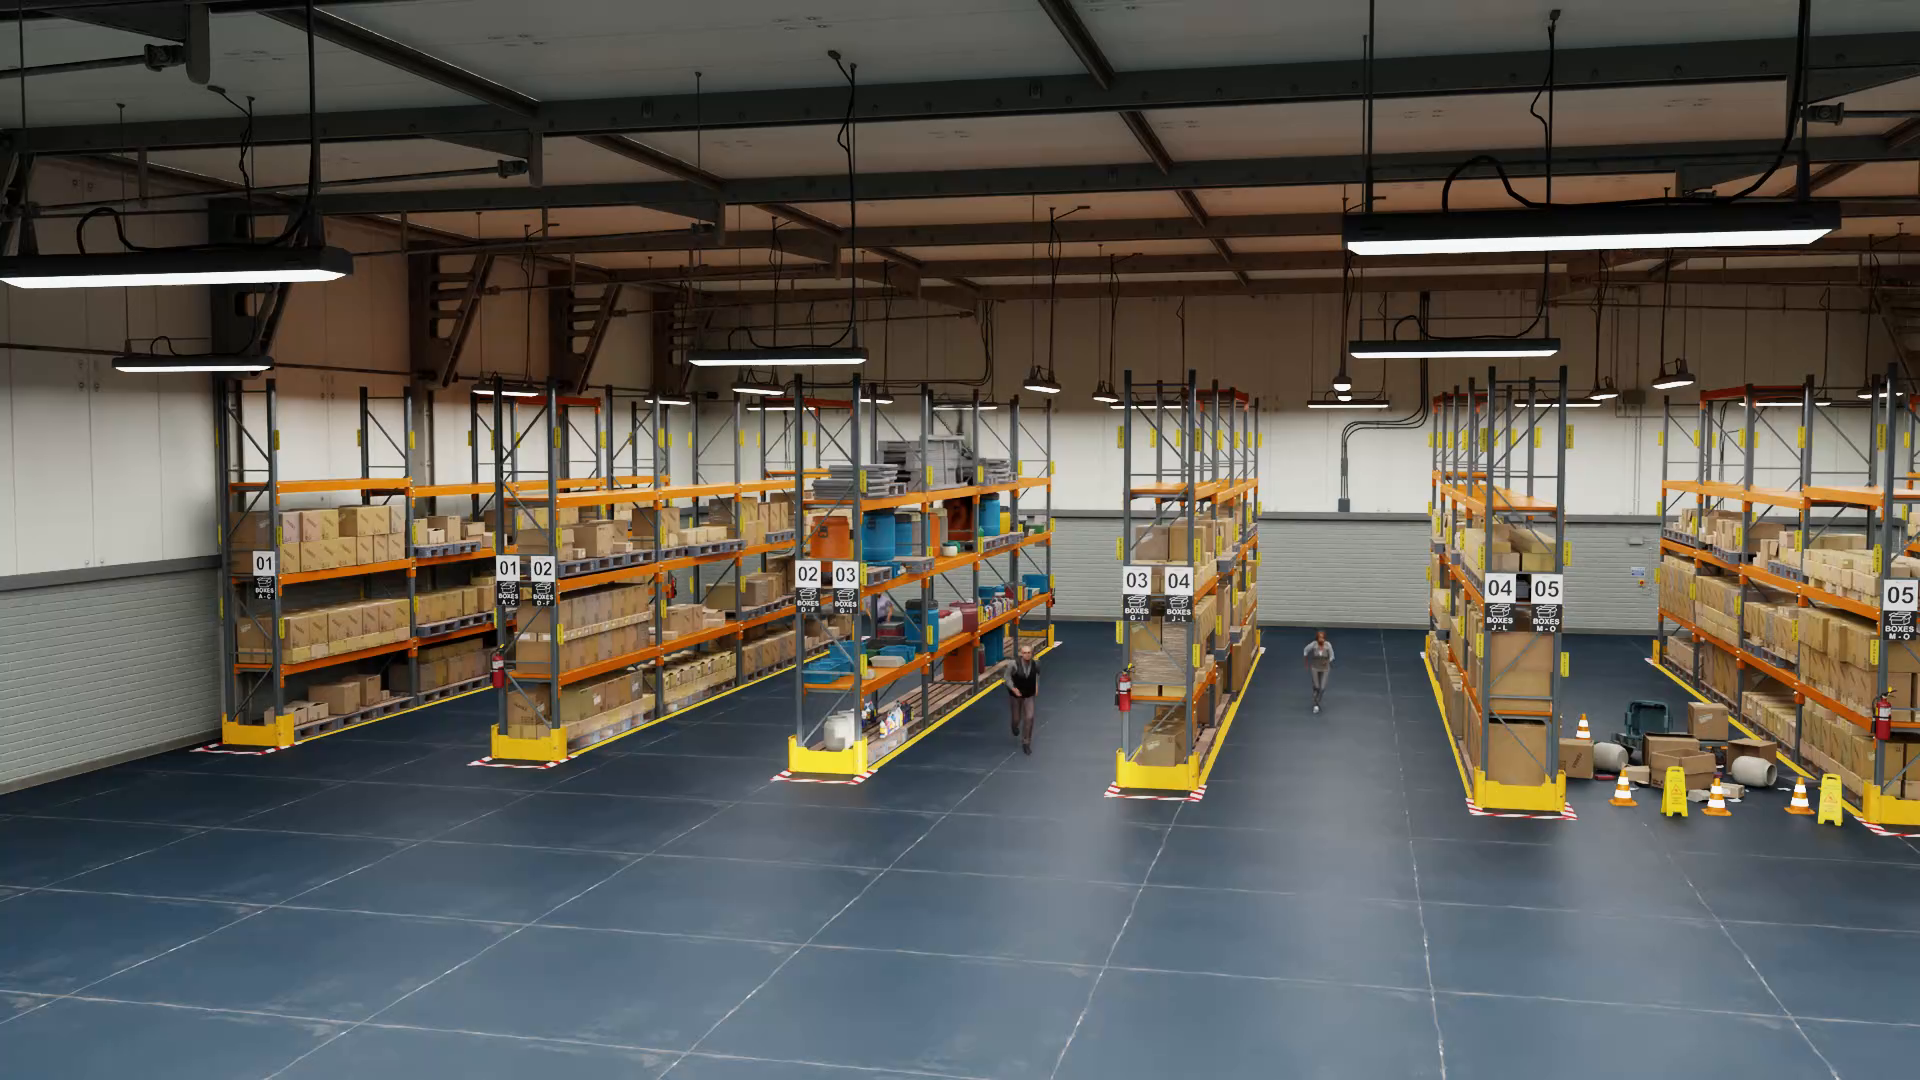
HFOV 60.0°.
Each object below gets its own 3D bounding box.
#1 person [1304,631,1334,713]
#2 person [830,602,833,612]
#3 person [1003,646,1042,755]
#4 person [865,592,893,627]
[{"bbox_3d":[6.596,2.422,30.549,0.528,1.530,0.663,0,3,4],"label":"person"},{"bbox_3d":[-3.192,1.614,42.773,0.767,1.693,0.585,1,4,12],"label":"person"},{"bbox_3d":[1.009,2.551,26.945,0.659,1.717,1.062,-1,3,-9],"label":"person"},{"bbox_3d":[-1.786,1.816,36.453,0.607,1.654,0.527,0,3,6],"label":"person"}]
